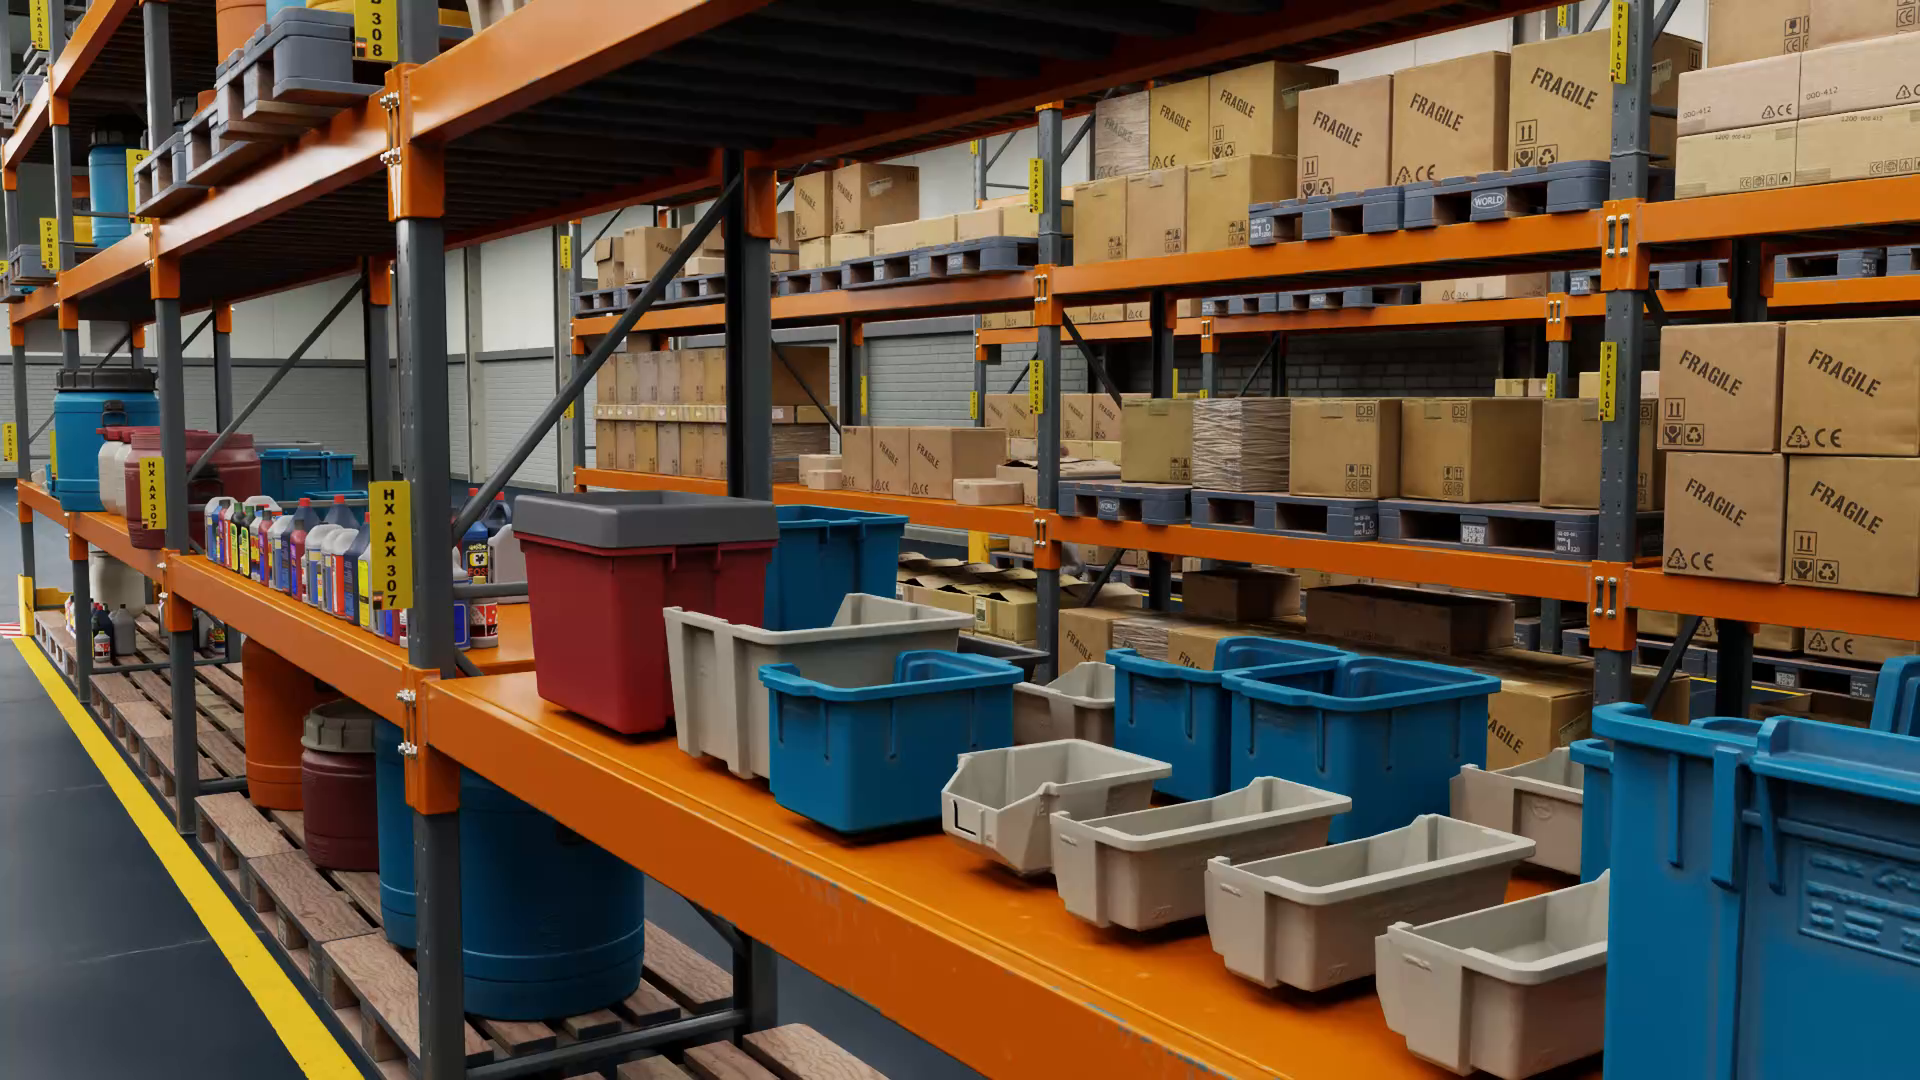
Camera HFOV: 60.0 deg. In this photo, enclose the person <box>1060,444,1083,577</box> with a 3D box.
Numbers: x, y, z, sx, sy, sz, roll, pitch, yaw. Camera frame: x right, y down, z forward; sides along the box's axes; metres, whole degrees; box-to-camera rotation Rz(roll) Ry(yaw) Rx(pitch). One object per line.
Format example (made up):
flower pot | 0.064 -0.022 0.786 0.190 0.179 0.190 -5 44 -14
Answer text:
person | 0.833 -0.050 14.657 0.449 1.598 0.468 -1 5 -10
